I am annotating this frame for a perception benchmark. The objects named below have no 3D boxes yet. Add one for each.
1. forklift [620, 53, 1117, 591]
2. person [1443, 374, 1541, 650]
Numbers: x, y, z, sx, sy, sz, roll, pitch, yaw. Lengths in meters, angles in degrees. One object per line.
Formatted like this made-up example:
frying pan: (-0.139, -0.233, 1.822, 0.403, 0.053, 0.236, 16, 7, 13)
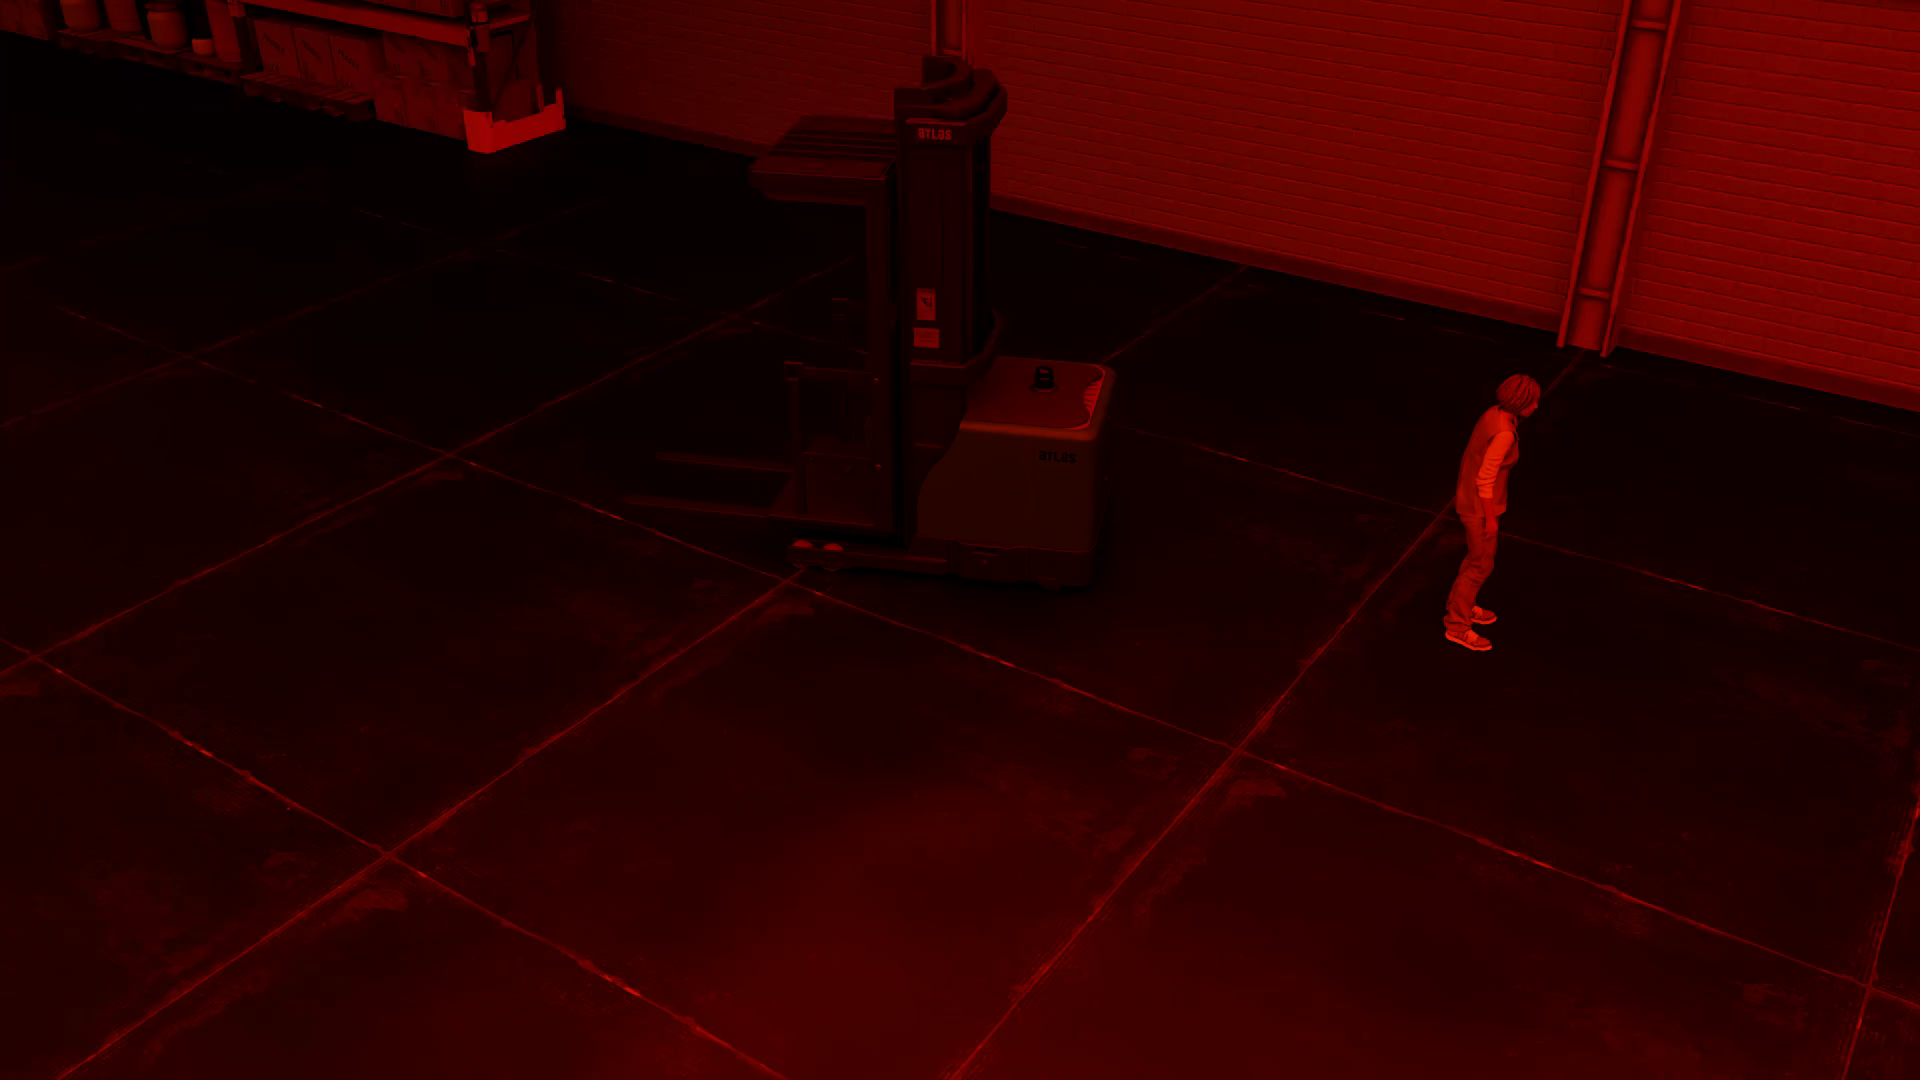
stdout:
forklift: (-0.596, -1.330, 9.871, 3.031, 2.935, 1.130, 6, 31, 10)
person: (2.919, -0.180, 9.227, 0.345, 1.591, 0.479, 9, 31, 15)
